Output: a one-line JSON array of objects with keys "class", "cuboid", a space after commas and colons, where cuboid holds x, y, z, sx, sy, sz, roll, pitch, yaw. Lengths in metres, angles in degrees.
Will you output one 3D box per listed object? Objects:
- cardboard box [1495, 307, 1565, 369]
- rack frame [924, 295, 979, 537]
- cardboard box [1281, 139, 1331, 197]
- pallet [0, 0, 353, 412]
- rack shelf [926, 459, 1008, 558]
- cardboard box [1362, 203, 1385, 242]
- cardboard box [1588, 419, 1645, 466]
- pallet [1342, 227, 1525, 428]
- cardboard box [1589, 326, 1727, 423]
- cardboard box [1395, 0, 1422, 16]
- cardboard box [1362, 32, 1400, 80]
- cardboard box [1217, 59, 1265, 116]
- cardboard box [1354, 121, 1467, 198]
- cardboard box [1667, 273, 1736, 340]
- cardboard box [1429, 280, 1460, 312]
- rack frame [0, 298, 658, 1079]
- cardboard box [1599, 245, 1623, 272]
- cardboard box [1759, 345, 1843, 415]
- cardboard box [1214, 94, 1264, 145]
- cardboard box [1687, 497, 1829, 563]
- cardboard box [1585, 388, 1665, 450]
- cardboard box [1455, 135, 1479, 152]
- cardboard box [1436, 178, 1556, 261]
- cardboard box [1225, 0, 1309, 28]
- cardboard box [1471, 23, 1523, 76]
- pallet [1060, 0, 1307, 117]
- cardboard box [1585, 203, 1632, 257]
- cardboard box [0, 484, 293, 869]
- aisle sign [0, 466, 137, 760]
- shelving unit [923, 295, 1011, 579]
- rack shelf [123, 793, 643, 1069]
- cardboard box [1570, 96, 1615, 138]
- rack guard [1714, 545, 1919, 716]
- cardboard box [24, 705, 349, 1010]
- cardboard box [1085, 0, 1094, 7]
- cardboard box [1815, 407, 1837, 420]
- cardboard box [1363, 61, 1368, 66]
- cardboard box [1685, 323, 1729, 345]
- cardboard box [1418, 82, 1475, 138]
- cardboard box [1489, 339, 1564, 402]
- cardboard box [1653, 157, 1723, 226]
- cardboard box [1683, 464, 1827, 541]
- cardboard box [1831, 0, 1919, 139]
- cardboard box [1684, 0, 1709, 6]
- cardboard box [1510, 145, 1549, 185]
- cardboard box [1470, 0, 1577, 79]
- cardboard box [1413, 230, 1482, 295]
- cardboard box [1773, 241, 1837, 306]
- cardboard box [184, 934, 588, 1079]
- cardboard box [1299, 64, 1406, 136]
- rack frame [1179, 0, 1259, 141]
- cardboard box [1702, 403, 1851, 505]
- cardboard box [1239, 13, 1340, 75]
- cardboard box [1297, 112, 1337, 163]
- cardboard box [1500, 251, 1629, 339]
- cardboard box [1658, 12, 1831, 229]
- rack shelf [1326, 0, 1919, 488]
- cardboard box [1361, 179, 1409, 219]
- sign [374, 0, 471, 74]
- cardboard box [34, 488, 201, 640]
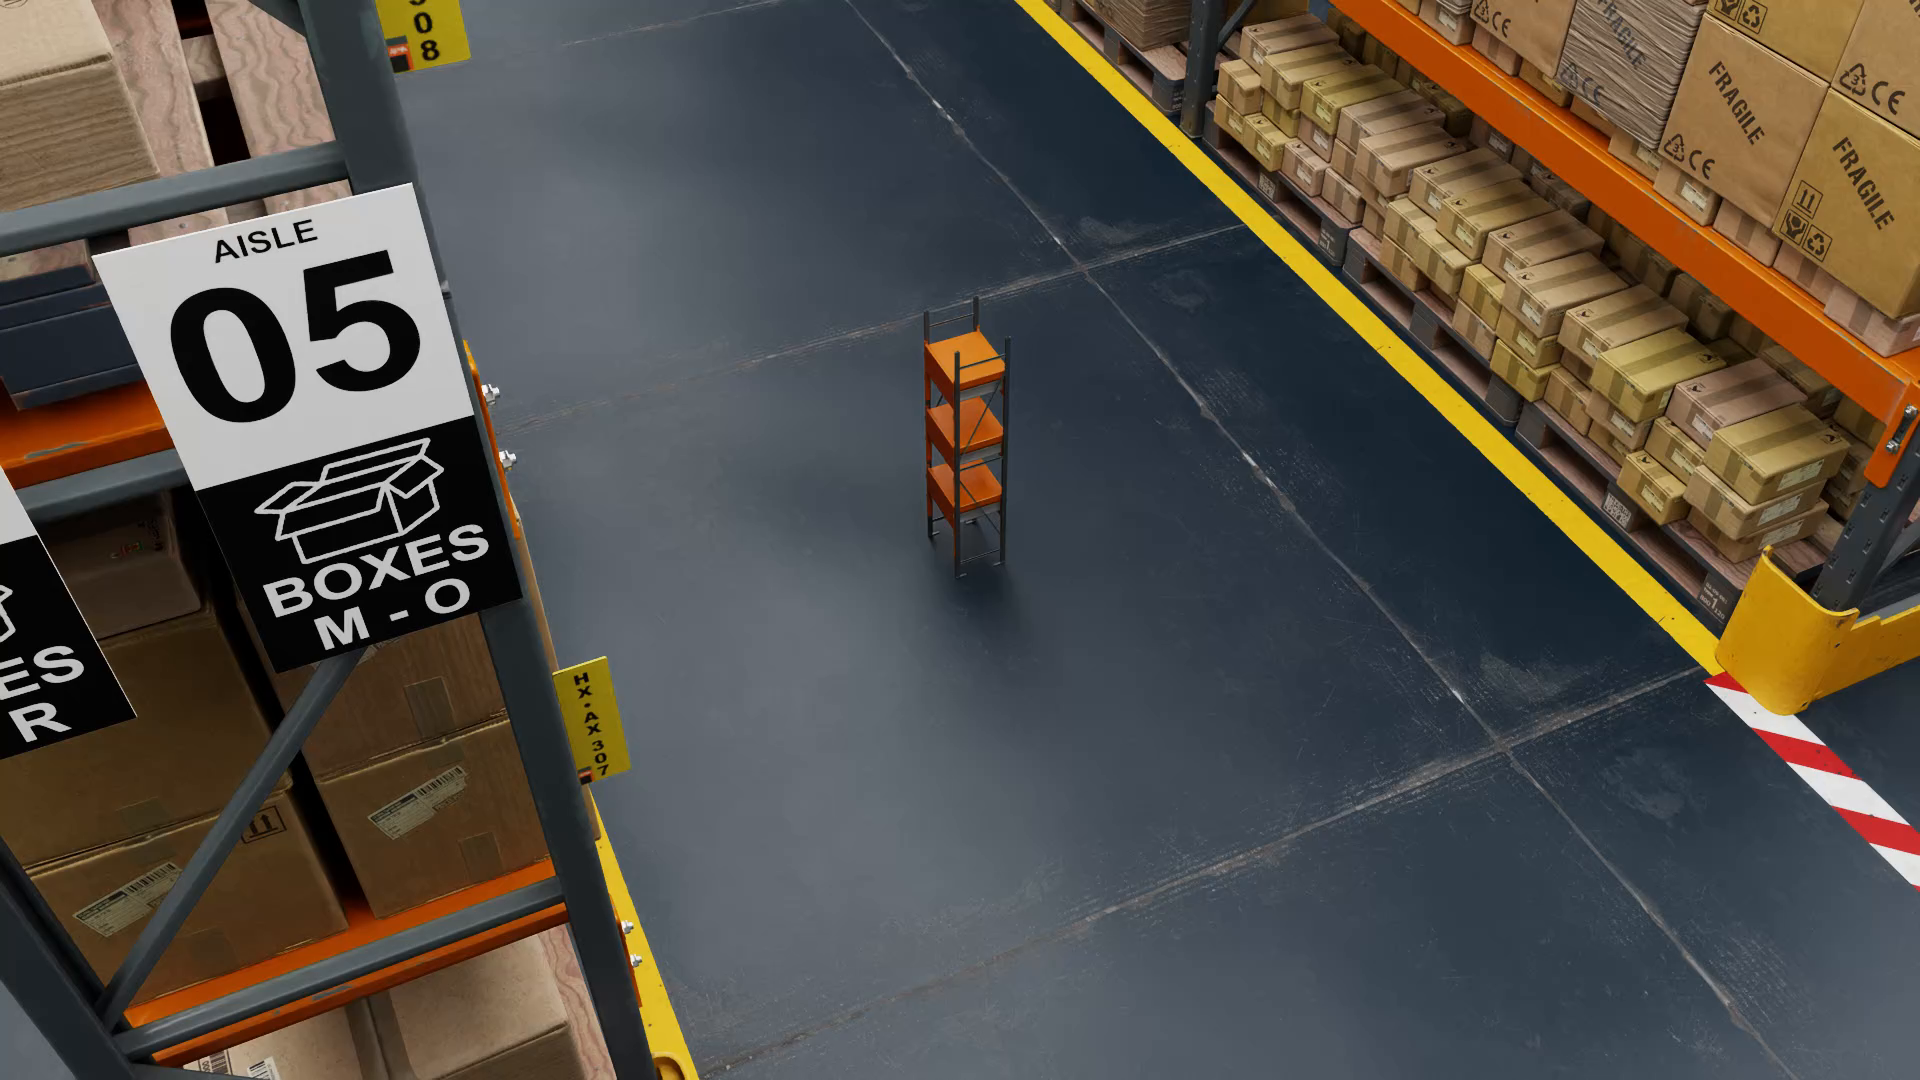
[{"class": "cardboard box", "cuboid": [2.329, -0.839, 6.483, 0.380, 0.149, 0.250, -17, 47, -17]}, {"class": "rack frame", "cuboid": [-0.029, -0.417, 5.925, 0.200, 1.050, 0.008, -18, 47, -17]}, {"class": "cardboard box", "cuboid": [1.703, -1.733, 7.602, 0.380, 0.149, 0.250, -18, 47, -18]}, {"class": "pallet", "cuboid": [-1.511, -0.669, 2.720, 1.003, 0.211, 1.213, -18, 47, -17]}, {"class": "rack shelf", "cuboid": [0.022, -0.134, 6.049, 0.215, 0.259, 0.240, -18, 47, -17]}, {"class": "cardboard box", "cuboid": [2.000, -1.425, 7.290, 0.380, 0.149, 0.250, -20, 48, -19]}, {"class": "cardboard box", "cuboid": [2.616, -0.426, 6.276, 0.380, 0.149, 0.250, -18, 47, -18]}, {"class": "pallet", "cuboid": [2.409, -1.050, 7.163, 1.003, 0.211, 1.213, -18, 47, -17]}, {"class": "cardboard box", "cuboid": [2.529, -0.603, 6.032, 0.380, 0.149, 0.250, -19, 48, -18]}, {"class": "cardboard box", "cuboid": [1.891, -2.220, 6.543, 0.380, 0.149, 0.250, -17, 47, -17]}, {"class": "cardboard box", "cuboid": [2.107, -2.284, 7.736, 0.380, 0.149, 0.250, -17, 47, -17]}, {"class": "cardboard box", "cuboid": [1.440, -2.153, 7.816, 0.380, 0.149, 0.250, -16, 47, -16]}, {"class": "cardboard box", "cuboid": [1.911, -1.619, 7.062, 0.380, 0.149, 0.250, -17, 47, -17]}, {"class": "cardboard box", "cuboid": [2.953, -0.942, 6.376, 0.380, 0.149, 0.250, -20, 48, -19]}, {"class": "cardboard box", "cuboid": [2.201, -1.086, 6.946, 0.380, 0.149, 0.250, -17, 47, -16]}, {"class": "rack frame", "cuboid": [-1.189, 0.837, 3.266, 1.000, 3.000, 0.127, -18, 47, -17]}, {"class": "cardboard box", "cuboid": [2.666, -1.158, 6.807, 0.380, 0.149, 0.250, -16, 47, -15]}, {"class": "cardboard box", "cuboid": [3.123, -0.610, 6.040, 0.380, 0.149, 0.250, -17, 47, -17]}, {"class": "cardboard box", "cuboid": [1.439, -2.046, 7.919, 0.380, 0.149, 0.250, -20, 48, -19]}, {"class": "cardboard box", "cuboid": [2.849, -0.098, 5.944, 0.380, 0.149, 0.250, -17, 47, -17]}, {"class": "cardboard box", "cuboid": [2.559, -0.513, 6.153, 0.380, 0.149, 0.250, -20, 48, -19]}, {"class": "cardboard box", "cuboid": [2.394, -1.692, 7.348, 0.380, 0.149, 0.250, -17, 47, -16]}, {"class": "cardboard box", "cuboid": [2.169, -1.301, 6.740, 0.380, 0.149, 0.250, -18, 47, -17]}, {"class": "cardboard box", "cuboid": [1.508, -3.047, 8.683, 0.500, 0.500, 0.500, -16, 47, -16]}, {"class": "cardboard box", "cuboid": [2.153, -1.890, 6.208, 0.380, 0.149, 0.250, -16, 47, -16]}, {"class": "pallet", "cuboid": [1.249, -2.741, 8.878, 1.003, 0.211, 1.213, -18, 47, -17]}, {"class": "cardboard box", "cuboid": [2.776, -1.303, 6.742, 0.380, 0.149, 0.250, -17, 47, -17]}, {"class": "cardboard box", "cuboid": [-1.608, 0.209, 3.120, 0.500, 0.500, 0.500, -17, 47, -16]}, {"class": "aisle sign", "cuboid": [-1.440, 0.049, 2.214, 0.394, 0.787, 0.004, -18, 47, -17]}, {"class": "shelving unit", "cuboid": [0.022, -0.340, 5.847, 0.215, 1.050, 0.252, -18, 47, -17]}, {"class": "rack shelf", "cuboid": [-2.030, -0.181, 4.810, 1.077, 0.370, 4.000, -18, 47, -17]}, {"class": "cardboard box", "cuboid": [2.404, -1.571, 5.885, 0.380, 0.149, 0.250, -20, 48, -19]}, {"class": "rack guard", "cuboid": [3.228, 0.152, 5.740, 1.175, 0.500, 0.348, -18, 47, -17]}, {"class": "cardboard box", "cuboid": [-1.632, 0.572, 3.463, 0.500, 0.500, 0.500, -18, 47, -17]}, {"class": "cardboard box", "cuboid": [0.823, -3.222, 8.861, 0.500, 0.500, 0.500, -19, 48, -18]}, {"class": "cardboard box", "cuboid": [3.208, -0.531, 6.171, 0.380, 0.149, 0.250, -18, 47, -18]}, {"class": "cardboard box", "cuboid": [2.124, -2.203, 7.866, 0.380, 0.149, 0.250, -20, 48, -19]}, {"class": "cardboard box", "cuboid": [3.016, -0.856, 6.501, 0.380, 0.149, 0.250, -17, 47, -16]}, {"class": "cardboard box", "cuboid": [2.256, -1.939, 7.387, 0.380, 0.149, 0.250, -17, 47, -16]}, {"class": "cardboard box", "cuboid": [2.336, -0.723, 6.578, 0.380, 0.149, 0.250, -20, 48, -19]}, {"class": "cardboard box", "cuboid": [2.548, -1.205, 5.514, 0.380, 0.149, 0.250, -17, 47, -16]}, {"class": "cardboard box", "cuboid": [2.779, -0.182, 5.818, 0.380, 0.149, 0.250, -19, 48, -18]}, {"class": "cardboard box", "cuboid": [2.842, -1.405, 4.543, 0.500, 0.500, 0.500, -19, 48, -18]}, {"class": "cardboard box", "cuboid": [2.402, -2.056, 5.204, 0.500, 0.500, 0.500, -16, 47, -15]}, {"class": "cardboard box", "cuboid": [2.579, -1.625, 7.069, 0.380, 0.149, 0.250, -20, 48, -19]}, {"class": "cardboard box", "cuboid": [2.203, -2.012, 5.870, 0.500, 0.500, 0.500, -16, 47, -15]}, {"class": "cardboard box", "cuboid": [2.097, -1.175, 6.824, 0.380, 0.149, 0.250, -18, 47, -17]}, {"class": "cardboard box", "cuboid": [2.796, -0.894, 5.199, 0.380, 0.149, 0.250, -18, 47, -17]}, {"class": "cardboard box", "cuboid": [-1.557, 1.208, 4.415, 0.875, 0.438, 0.875, -20, 48, -19]}, {"class": "cardboard box", "cuboid": [1.748, -1.964, 7.412, 0.380, 0.149, 0.250, -19, 48, -18]}, {"class": "rack frame", "cuboid": [1.578, -3.238, 7.396, 1.000, 3.000, 0.127, -18, 47, -17]}, {"class": "cardboard box", "cuboid": [2.807, -0.298, 5.724, 0.380, 0.149, 0.250, -18, 47, -17]}, {"class": "cardboard box", "cuboid": [1.535, -2.304, 7.757, 0.380, 0.149, 0.250, -16, 47, -16]}, {"class": "cardboard box", "cuboid": [1.763, -1.874, 7.533, 0.380, 0.149, 0.250, -18, 47, -18]}, {"class": "cardboard box", "cuboid": [2.315, -0.941, 6.376, 0.380, 0.149, 0.250, -16, 47, -16]}, {"class": "cardboard box", "cuboid": [2.625, -1.371, 5.221, 0.500, 0.500, 0.500, -19, 48, -18]}, {"class": "rack shelf", "cuboid": [2.419, -1.708, 6.357, 1.077, 0.370, 4.000, -18, 47, -17]}, {"class": "cardboard box", "cuboid": [1.968, -1.519, 7.173, 0.380, 0.149, 0.250, -16, 47, -16]}, {"class": "sign", "cuboid": [-0.683, -0.730, 2.040, 0.100, 0.325, 0.005, -18, 47, -17]}, {"class": "cardboard box", "cuboid": [-1.522, 0.045, 2.824, 0.380, 0.149, 0.250, -17, 47, -17]}]
